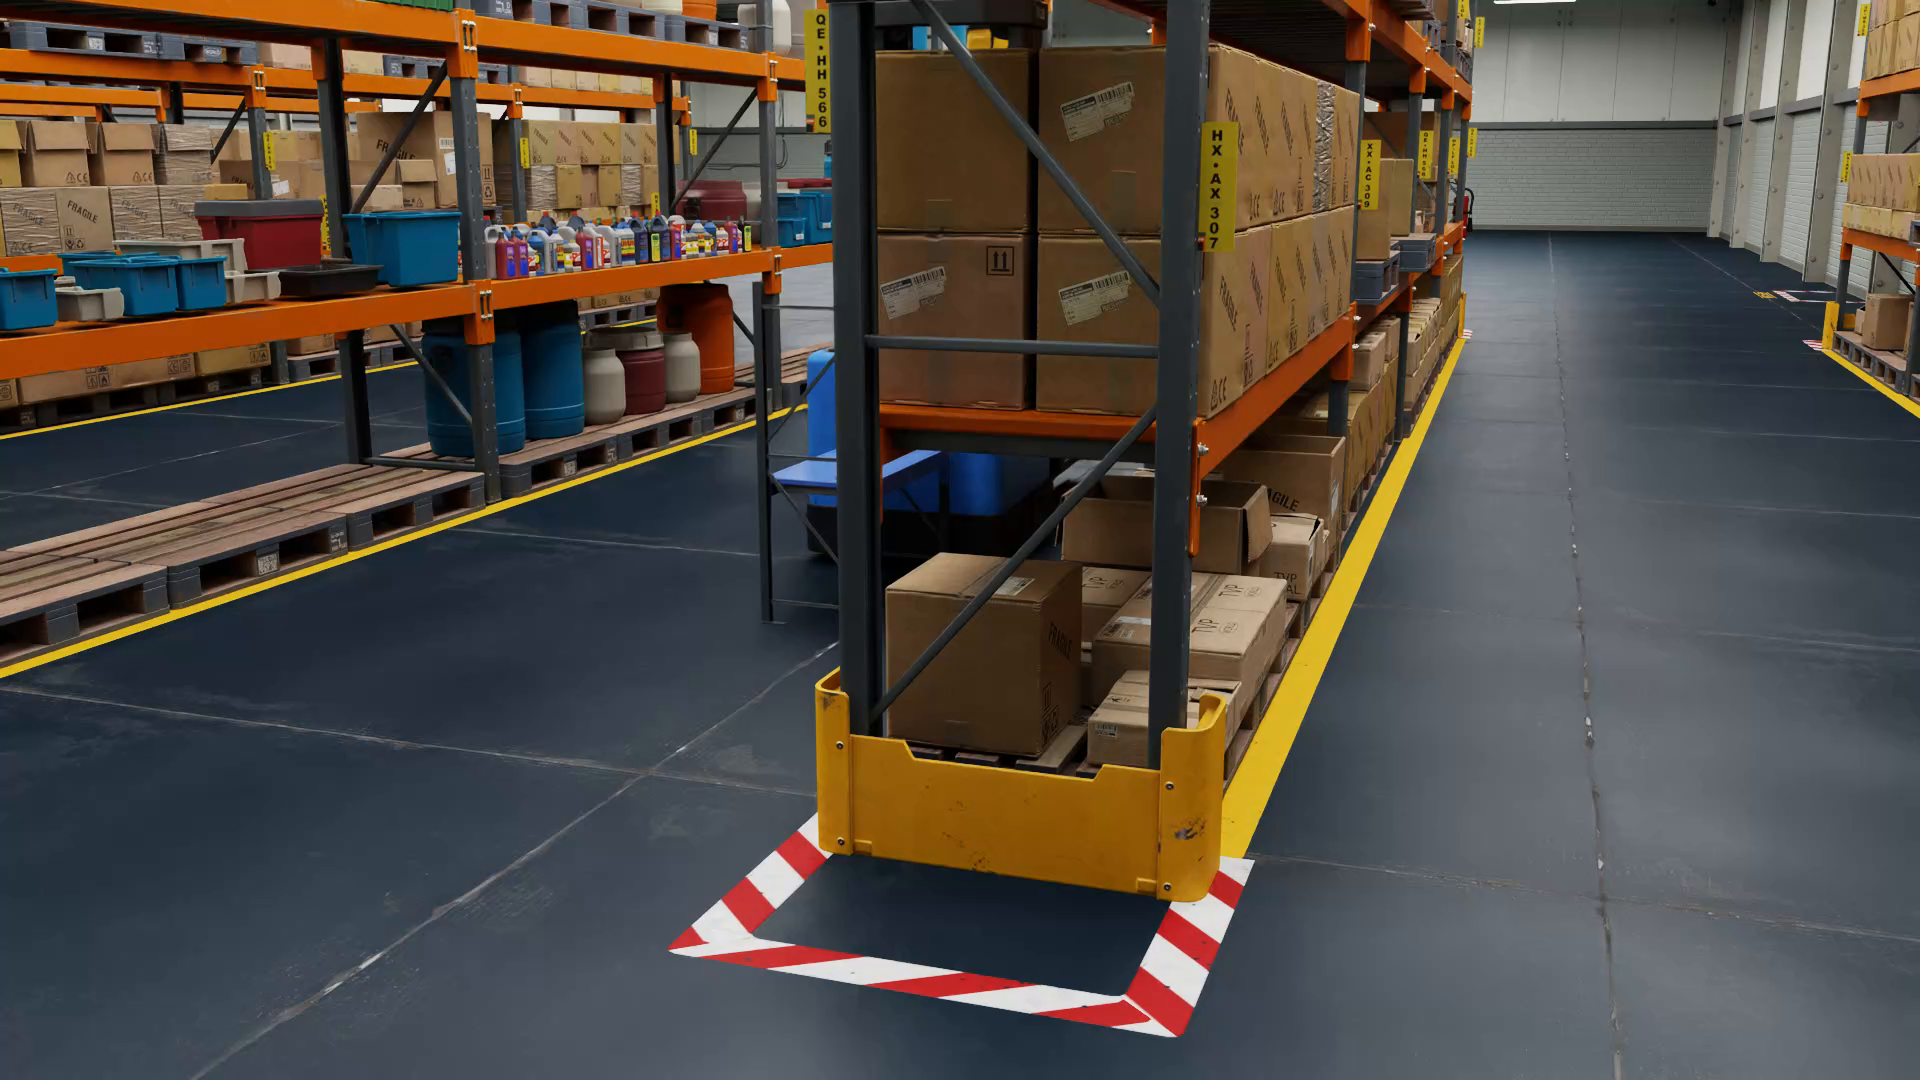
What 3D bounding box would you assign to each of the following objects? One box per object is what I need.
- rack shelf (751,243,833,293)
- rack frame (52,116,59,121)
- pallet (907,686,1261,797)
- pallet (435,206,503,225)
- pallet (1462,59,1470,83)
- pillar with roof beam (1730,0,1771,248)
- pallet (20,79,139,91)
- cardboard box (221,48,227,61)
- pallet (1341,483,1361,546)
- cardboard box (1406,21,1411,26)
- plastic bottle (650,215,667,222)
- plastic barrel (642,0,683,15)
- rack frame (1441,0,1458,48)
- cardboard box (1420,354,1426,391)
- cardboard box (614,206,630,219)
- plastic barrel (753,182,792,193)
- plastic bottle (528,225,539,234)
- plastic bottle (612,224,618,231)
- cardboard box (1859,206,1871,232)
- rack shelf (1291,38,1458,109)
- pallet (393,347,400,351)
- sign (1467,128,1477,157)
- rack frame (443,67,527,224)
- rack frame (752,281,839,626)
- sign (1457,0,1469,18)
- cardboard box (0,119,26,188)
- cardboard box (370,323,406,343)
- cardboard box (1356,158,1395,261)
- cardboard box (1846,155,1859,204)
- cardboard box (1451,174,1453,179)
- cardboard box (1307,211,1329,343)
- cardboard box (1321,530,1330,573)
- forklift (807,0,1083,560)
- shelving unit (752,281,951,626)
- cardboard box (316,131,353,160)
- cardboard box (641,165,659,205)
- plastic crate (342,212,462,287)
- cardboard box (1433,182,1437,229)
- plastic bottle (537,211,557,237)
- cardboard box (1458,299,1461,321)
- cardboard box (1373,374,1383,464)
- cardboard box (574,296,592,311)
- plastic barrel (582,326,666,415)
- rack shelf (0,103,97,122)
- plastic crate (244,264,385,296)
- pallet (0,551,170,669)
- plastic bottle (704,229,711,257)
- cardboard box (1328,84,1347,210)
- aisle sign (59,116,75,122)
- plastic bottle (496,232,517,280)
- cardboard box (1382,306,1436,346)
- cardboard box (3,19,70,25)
[{"bbox_3d":[-1.308,-2.630,15.388,1.077,0.370,4.000,4,14,18],"label":"rack shelf"},{"bbox_3d":[-13.430,-5.314,25.531,1.000,3.000,0.127,4,14,18],"label":"rack frame"},{"bbox_3d":[0.424,0.658,5.633,1.003,0.211,1.213,4,14,18],"label":"pallet"},{"bbox_3d":[-5.732,-3.515,18.078,1.003,0.211,1.213,4,14,18],"label":"pallet"},{"bbox_3d":[5.066,-5.159,18.309,1.003,0.211,1.213,4,14,18],"label":"pallet"},{"bbox_3d":[14.291,-11.609,39.629,9.100,9.000,0.400,4,14,18],"label":"pillar with roof beam"},{"bbox_3d":[-10.258,-5.310,19.199,0.805,0.209,1.217,4,13,16],"label":"pallet"},{"bbox_3d":[-6.720,-4.424,15.224,0.500,0.250,0.500,4,14,19],"label":"cardboard box"},{"bbox_3d":[1.664,-0.175,9.280,1.003,0.211,1.213,4,14,18],"label":"pallet"},{"bbox_3d":[2.288,-3.403,10.189,0.910,0.500,0.500,4,14,18],"label":"cardboard box"},{"bbox_3d":[-2.401,-2.432,13.180,0.152,0.276,0.135,4,14,18],"label":"plastic bottle"},{"bbox_3d":[-2.163,-3.923,12.063,0.301,0.262,0.301,0,13,0],"label":"plastic barrel"},{"bbox_3d":[4.025,-5.970,14.919,1.000,3.000,0.127,4,14,18],"label":"rack frame"},{"bbox_3d":[3.502,-1.372,13.492,0.500,0.250,0.500,4,13,17],"label":"cardboard box"},{"bbox_3d":[-4.336,-4.080,20.688,0.380,0.149,0.250,4,14,18],"label":"cardboard box"},{"bbox_3d":[-1.688,-2.935,14.856,0.421,0.512,0.421,0,13,0],"label":"plastic barrel"},{"bbox_3d":[-2.904,-2.017,11.371,0.097,0.271,0.097,0,13,0],"label":"plastic bottle"},{"bbox_3d":[-2.374,-2.043,11.486,0.097,0.271,0.097,0,13,0],"label":"plastic bottle"},{"bbox_3d":[9.224,-3.171,16.431,0.500,0.250,0.500,4,13,18],"label":"cardboard box"},{"bbox_3d":[3.378,-3.735,13.488,1.077,0.370,4.000,4,14,18],"label":"rack shelf"},{"bbox_3d":[-5.598,-2.235,18.307,1.003,0.211,1.213,4,14,18],"label":"pallet"},{"bbox_3d":[5.828,-4.525,18.938,0.100,0.325,0.005,4,14,18],"label":"sign"},{"bbox_3d":[-5.347,-3.759,18.715,1.000,3.000,0.127,4,14,18],"label":"rack frame"},{"bbox_3d":[-0.640,-0.345,7.129,0.500,1.500,0.032,5,14,19],"label":"rack frame"},{"bbox_3d":[4.541,-4.876,14.998,0.100,0.325,0.005,4,14,18],"label":"sign"},{"bbox_3d":[-7.504,-2.891,12.434,0.797,0.503,0.637,5,14,19],"label":"cardboard box"},{"bbox_3d":[-6.099,-2.292,16.920,0.700,0.500,0.500,6,14,23],"label":"cardboard box"},{"bbox_3d":[1.801,-1.697,8.516,0.700,0.500,0.500,0,13,-1],"label":"cardboard box"},{"bbox_3d":[9.569,-3.754,17.303,0.500,0.500,0.500,4,14,18],"label":"cardboard box"},{"bbox_3d":[5.292,-4.103,18.539,0.380,0.149,0.250,5,14,20],"label":"cardboard box"},{"bbox_3d":[1.188,-1.068,6.703,0.500,0.500,0.500,5,14,20],"label":"cardboard box"},{"bbox_3d":[1.456,0.039,7.495,0.380,0.149,0.250,4,14,18],"label":"cardboard box"},{"bbox_3d":[0.121,-1.592,9.377,1.130,2.935,3.031,4,13,16],"label":"forklift"},{"bbox_3d":[-0.466,-0.451,7.594,0.538,1.500,1.048,5,14,19],"label":"shelving unit"},{"bbox_3d":[-8.961,-5.381,23.060,0.875,0.550,0.550,4,14,18],"label":"cardboard box"},{"bbox_3d":[-4.305,-4.567,21.363,0.875,0.500,0.500,4,14,18],"label":"cardboard box"},{"bbox_3d":[-3.078,-1.616,9.230,0.392,0.384,0.575,4,14,18],"label":"plastic crate"},{"bbox_3d":[4.493,-3.404,16.937,0.700,0.500,0.500,5,14,19],"label":"cardboard box"},{"bbox_3d":[-2.905,-2.143,11.746,0.144,0.351,0.185,4,14,18],"label":"plastic bottle"},{"bbox_3d":[5.425,-2.617,18.948,0.500,0.250,0.500,4,14,18],"label":"cardboard box"},{"bbox_3d":[2.318,-0.765,10.226,0.500,0.500,0.500,4,13,16],"label":"cardboard box"},{"bbox_3d":[-4.875,-3.084,20.431,0.500,0.500,0.500,3,13,13],"label":"cardboard box"},{"bbox_3d":[-2.463,-1.247,12.186,0.600,0.588,0.708,4,14,18],"label":"plastic barrel"},{"bbox_3d":[-14.077,-6.005,23.433,1.077,0.370,4.000,4,14,18],"label":"rack shelf"},{"bbox_3d":[-3.357,-1.358,8.680,0.437,0.125,0.590,4,14,18],"label":"plastic crate"},{"bbox_3d":[-4.240,0.313,7.142,1.003,0.211,1.213,4,14,18],"label":"pallet"},{"bbox_3d":[-1.906,-2.214,12.394,0.097,0.201,0.097,0,13,0],"label":"plastic bottle"},{"bbox_3d":[1.355,-1.663,7.063,0.500,0.500,0.500,4,13,17],"label":"cardboard box"},{"bbox_3d":[-13.703,-6.617,25.397,0.394,0.787,0.004,4,14,18],"label":"aisle sign"},{"bbox_3d":[-2.727,-1.707,9.990,0.061,0.283,0.133,4,14,18],"label":"plastic bottle"},{"bbox_3d":[3.839,-1.862,14.378,0.500,0.311,0.500,4,14,18],"label":"cardboard box"},{"bbox_3d":[-7.282,-4.202,12.742,0.797,0.503,0.637,4,14,18],"label":"cardboard box"}]
